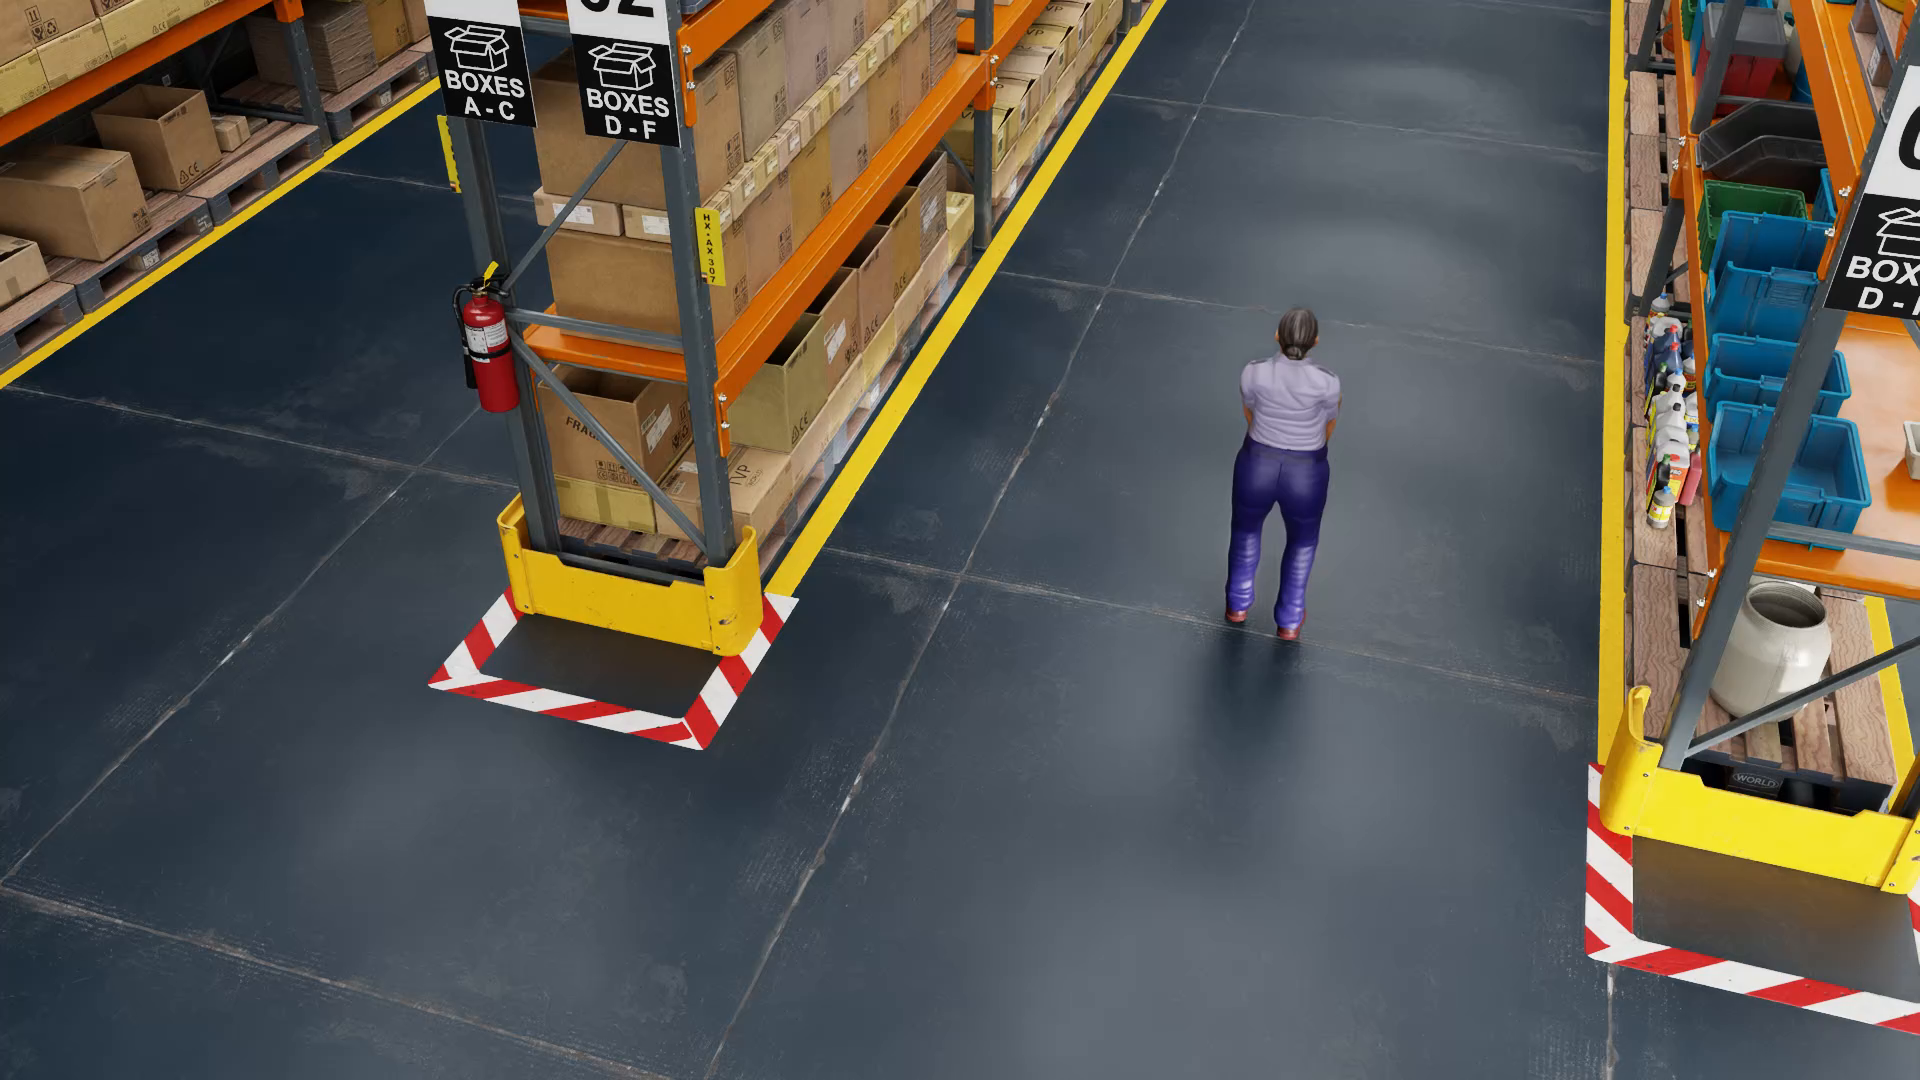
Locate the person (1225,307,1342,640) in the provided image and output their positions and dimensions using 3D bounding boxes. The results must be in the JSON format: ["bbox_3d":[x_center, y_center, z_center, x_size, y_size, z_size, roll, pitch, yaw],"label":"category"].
[{"bbox_3d":[1.417,-0.319,7.343,0.435,1.631,0.534,10,38,13],"label":"person"}]
